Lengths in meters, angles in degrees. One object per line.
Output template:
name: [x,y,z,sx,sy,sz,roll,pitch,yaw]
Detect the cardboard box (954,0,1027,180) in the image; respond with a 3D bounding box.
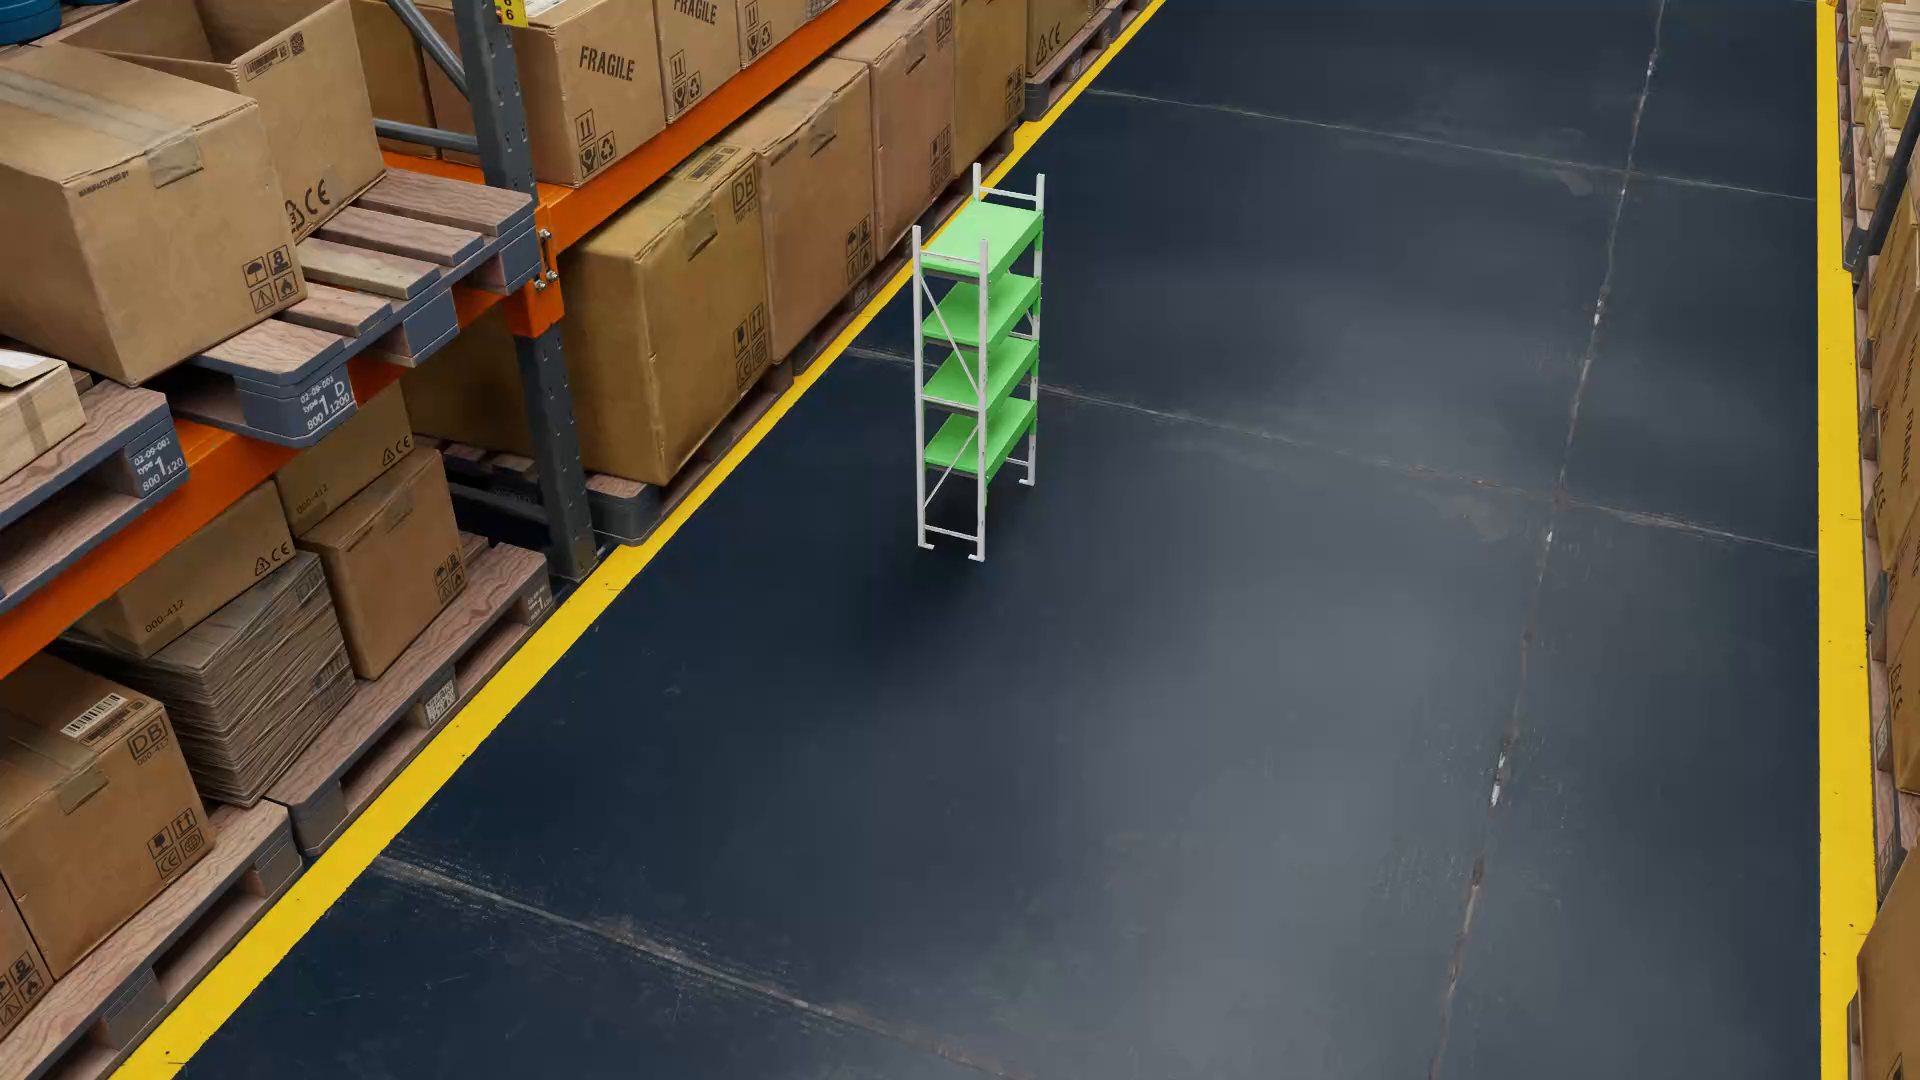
cardboard box: [-0.410,-2.371,7.841,1.225,0.875,0.875,14,39,18]

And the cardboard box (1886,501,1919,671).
cardboard box: [3.051,0.110,4.834,0.500,0.500,0.500,15,39,20]

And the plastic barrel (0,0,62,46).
plastic barrel: [-5.258,-3.179,8.900,0.600,0.901,0.708,14,39,18]

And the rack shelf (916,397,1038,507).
rack shelf: [0.063,-0.329,5.695,0.258,0.148,0.480,14,39,18]

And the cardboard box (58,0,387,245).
cardboard box: [-1.876,-1.098,4.280,0.500,0.500,0.500,9,38,12]

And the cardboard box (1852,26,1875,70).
cardboard box: [4.895,-2.550,8.687,0.380,0.149,0.250,12,38,16]

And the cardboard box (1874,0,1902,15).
cardboard box: [4.889,-2.760,8.471,0.380,0.149,0.250,14,39,18]

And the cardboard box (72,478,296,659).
cardboard box: [-2.127,0.000,4.338,0.500,0.250,0.500,18,40,23]

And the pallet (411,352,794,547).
pallet: [-1.338,-0.500,6.243,1.003,0.211,1.213,14,39,18]

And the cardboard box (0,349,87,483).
cardboard box: [-2.092,-0.328,3.444,0.396,0.266,0.258,13,39,16]

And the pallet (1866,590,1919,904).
pallet: [3.140,0.672,4.674,1.003,0.211,1.213,14,39,18]

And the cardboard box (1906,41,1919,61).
cardboard box: [4.577,-2.164,7.673,0.380,0.149,0.250,15,39,19]

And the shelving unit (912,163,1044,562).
shelving unit: [0.063,-0.572,5.513,0.258,1.200,0.503,14,39,18]

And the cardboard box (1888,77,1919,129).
cardboard box: [4.318,-1.898,7.318,0.380,0.149,0.250,14,39,18]

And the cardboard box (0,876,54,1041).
cardboard box: [-2.564,0.937,3.711,0.700,0.500,0.500,11,38,14]

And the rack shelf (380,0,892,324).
rack shelf: [-0.946,-2.017,6.544,1.077,0.370,4.000,14,39,18]

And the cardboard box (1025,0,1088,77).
cardboard box: [0.140,-3.077,8.785,0.875,0.875,0.875,14,39,18]

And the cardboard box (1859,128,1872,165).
cardboard box: [4.414,-1.834,7.728,0.380,0.149,0.250,13,39,16]

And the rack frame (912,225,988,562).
rack frame: [-0.030,-0.437,5.333,0.240,1.200,0.015,14,39,18]

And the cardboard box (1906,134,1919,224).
cardboard box: [3.838,-1.345,6.155,0.500,0.250,0.500,12,38,16]

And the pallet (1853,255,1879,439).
pallet: [4.068,-0.679,6.482,1.003,0.211,1.213,14,39,18]

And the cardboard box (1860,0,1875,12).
cardboard box: [5.083,-2.944,8.965,0.380,0.149,0.250,15,39,19]

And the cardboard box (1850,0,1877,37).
cardboard box: [5.079,-2.831,9.063,0.380,0.149,0.250,14,39,18]

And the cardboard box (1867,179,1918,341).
cardboard box: [3.837,-1.045,6.380,0.500,0.500,0.500,15,39,19]

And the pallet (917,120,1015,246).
pallet: [-0.409,-1.851,8.051,1.003,0.211,1.213,14,39,18]

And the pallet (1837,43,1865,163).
pallet: [5.049,-2.168,8.474,1.003,0.211,1.213,14,39,18]

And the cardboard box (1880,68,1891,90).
cardboard box: [4.631,-2.186,7.951,0.380,0.149,0.250,15,39,19]

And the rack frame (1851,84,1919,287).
rack frame: [4.363,-2.227,6.224,1.000,3.000,0.127,14,39,18]

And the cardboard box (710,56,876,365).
cardboard box: [-1.079,-1.384,6.521,1.225,0.875,0.875,14,39,18]

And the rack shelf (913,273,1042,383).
rack shelf: [0.063,-0.713,5.408,0.258,0.148,0.480,14,39,18]

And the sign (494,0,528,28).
sign: [-1.202,-1.512,4.366,0.100,0.325,0.005,14,39,18]

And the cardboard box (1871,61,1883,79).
cardboard box: [4.752,-2.250,8.285,0.380,0.149,0.250,15,39,19]

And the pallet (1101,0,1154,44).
pallet: [0.639,-3.377,10.091,1.003,0.211,1.213,14,39,18]

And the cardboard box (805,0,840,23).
cardboard box: [-0.693,-2.292,6.228,0.500,0.500,0.500,14,39,18]

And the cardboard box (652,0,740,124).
cardboard box: [-1.077,-1.731,5.477,0.500,0.500,0.500,13,39,17]

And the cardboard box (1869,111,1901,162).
cardboard box: [4.280,-1.772,7.397,0.380,0.149,0.250,12,38,16]

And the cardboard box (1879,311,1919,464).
cardboard box: [3.450,-0.459,5.595,0.500,0.500,0.500,15,39,19]

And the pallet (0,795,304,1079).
pallet: [-2.472,1.024,4.203,1.003,0.211,1.213,14,39,18]

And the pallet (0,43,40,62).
pallet: [-5.561,-2.329,8.689,1.003,0.211,1.213,14,39,18]

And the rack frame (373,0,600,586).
rack frame: [-1.707,-1.198,4.847,1.000,3.000,0.127,14,39,18]

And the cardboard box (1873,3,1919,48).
cardboard box: [4.686,-2.487,8.105,0.380,0.149,0.250,13,39,16]

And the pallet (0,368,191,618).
pallet: [-2.423,-0.016,3.426,1.003,0.211,1.213,14,39,18]

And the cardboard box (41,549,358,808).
cardboard box: [-2.143,0.312,4.547,0.700,0.500,0.500,11,38,14]
